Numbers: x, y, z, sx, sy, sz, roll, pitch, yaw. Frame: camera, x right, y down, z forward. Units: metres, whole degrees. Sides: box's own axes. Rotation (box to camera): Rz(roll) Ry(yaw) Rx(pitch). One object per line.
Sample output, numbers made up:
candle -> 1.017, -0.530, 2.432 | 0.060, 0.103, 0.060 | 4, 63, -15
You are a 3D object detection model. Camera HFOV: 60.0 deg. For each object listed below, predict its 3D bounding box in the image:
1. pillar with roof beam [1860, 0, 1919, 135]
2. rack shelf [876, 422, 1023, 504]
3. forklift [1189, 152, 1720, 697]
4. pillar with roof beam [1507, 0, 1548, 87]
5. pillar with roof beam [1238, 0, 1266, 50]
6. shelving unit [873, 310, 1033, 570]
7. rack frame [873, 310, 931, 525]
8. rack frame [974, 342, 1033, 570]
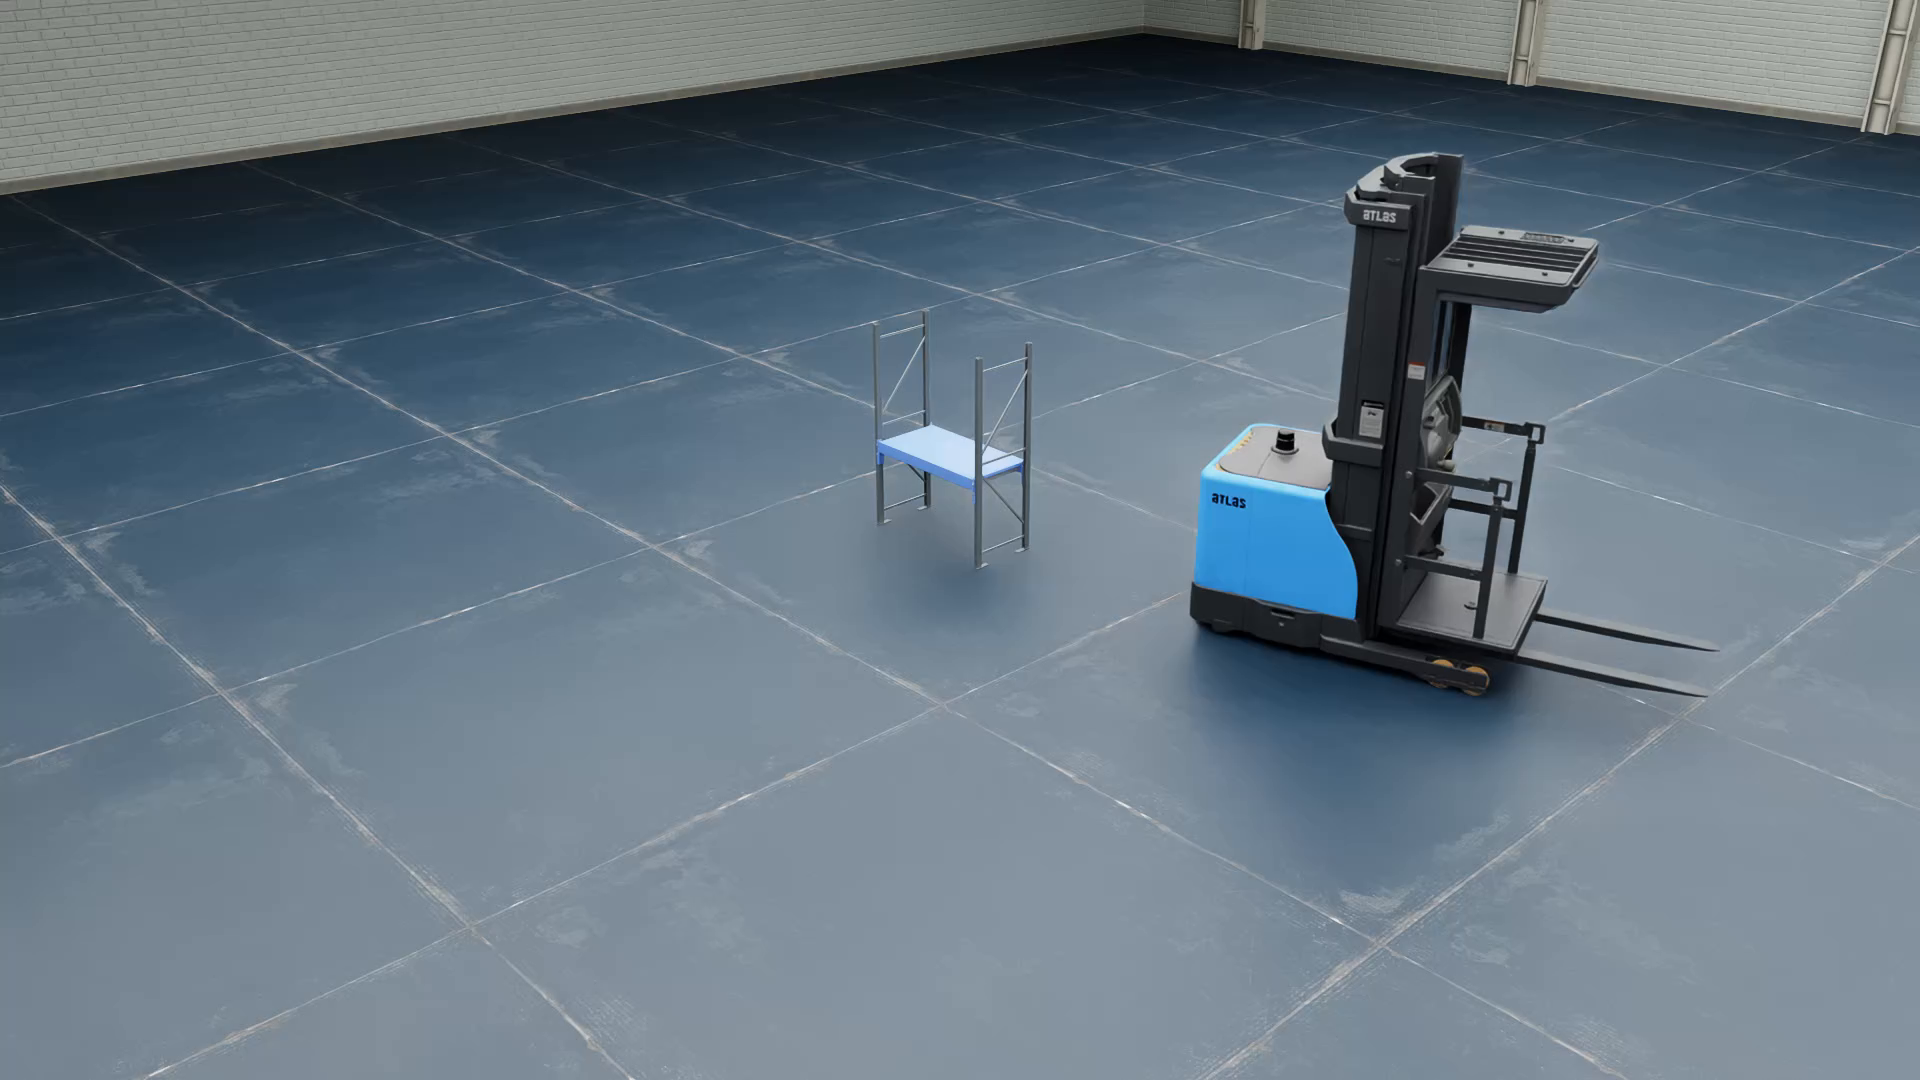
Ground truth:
pillar with roof beam -> 10.895, -9.117, 20.893 | 9.100, 9.000, 0.400 | -21, 32, -38
rack shelf -> -0.058, -0.545, 11.570 | 0.538, 0.185, 1.000 | -21, 32, -38
forklift -> 3.001, -0.673, 9.693 | 3.031, 2.935, 1.130 | 12, 27, 25
pillar with roof beam -> 6.794, -10.935, 24.877 | 9.100, 9.000, 0.400 | -21, 32, -38
pillar with roof beam -> 2.693, -12.753, 28.862 | 9.100, 9.000, 0.400 | -21, 32, -38
shelving unit -> -0.058, -0.708, 11.495 | 0.538, 1.500, 1.048 | -21, 32, -38
rack frame -> -0.406, -0.862, 11.833 | 0.500, 1.500, 0.032 | -21, 32, -38
rack frame -> 0.289, -0.554, 11.158 | 0.500, 1.500, 0.032 | -21, 32, -38
